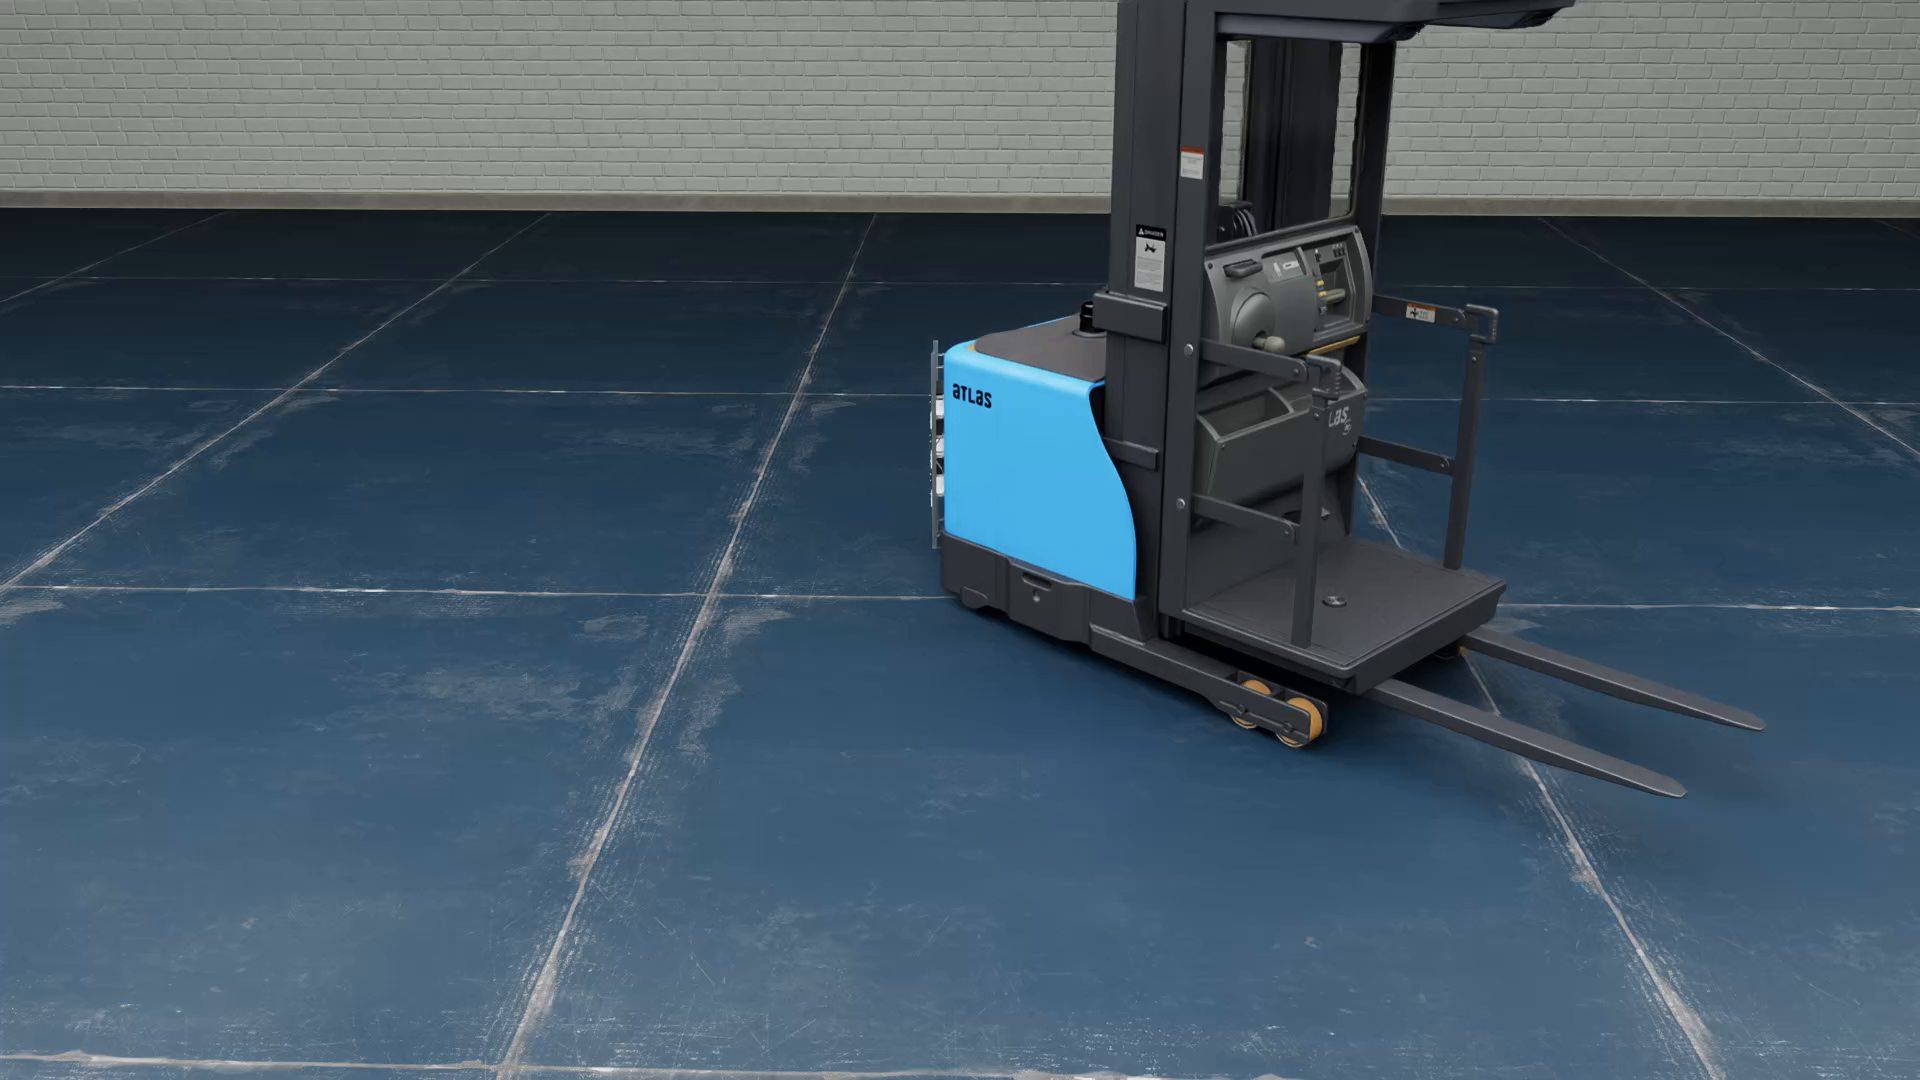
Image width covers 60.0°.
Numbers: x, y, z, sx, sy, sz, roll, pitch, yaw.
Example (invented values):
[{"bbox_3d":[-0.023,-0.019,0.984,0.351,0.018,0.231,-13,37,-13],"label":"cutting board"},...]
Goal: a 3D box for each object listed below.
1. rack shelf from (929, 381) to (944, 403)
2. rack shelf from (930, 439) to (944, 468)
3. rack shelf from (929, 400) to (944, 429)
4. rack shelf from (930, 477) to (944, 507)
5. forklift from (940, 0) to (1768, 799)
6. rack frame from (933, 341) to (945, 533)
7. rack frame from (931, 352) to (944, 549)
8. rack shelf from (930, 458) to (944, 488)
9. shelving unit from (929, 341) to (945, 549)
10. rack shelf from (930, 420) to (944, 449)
[{"bbox_3d":[0.000,-0.637,7.273,0.258,0.077,0.200,1,21,2],"label":"rack shelf"},{"bbox_3d":[0.000,-0.386,7.371,0.258,0.077,0.200,1,21,2],"label":"rack shelf"},{"bbox_3d":[0.000,-0.553,7.306,0.258,0.077,0.200,1,21,2],"label":"rack shelf"},{"bbox_3d":[0.000,-0.218,7.436,0.258,0.077,0.200,1,21,2],"label":"rack shelf"},{"bbox_3d":[1.314,-0.867,5.712,1.130,2.935,3.031,-20,29,-41],"label":"forklift"},{"bbox_3d":[0.003,-0.453,7.453,0.240,0.900,0.006,1,21,2],"label":"rack frame"},{"bbox_3d":[-0.003,-0.380,7.264,0.240,0.900,0.006,1,21,2],"label":"rack frame"},{"bbox_3d":[0.000,-0.302,7.403,0.258,0.077,0.200,1,21,2],"label":"rack shelf"},{"bbox_3d":[0.000,-0.417,7.359,0.258,0.900,0.210,1,21,2],"label":"shelving unit"},{"bbox_3d":[0.000,-0.469,7.338,0.258,0.077,0.200,1,21,2],"label":"rack shelf"}]
